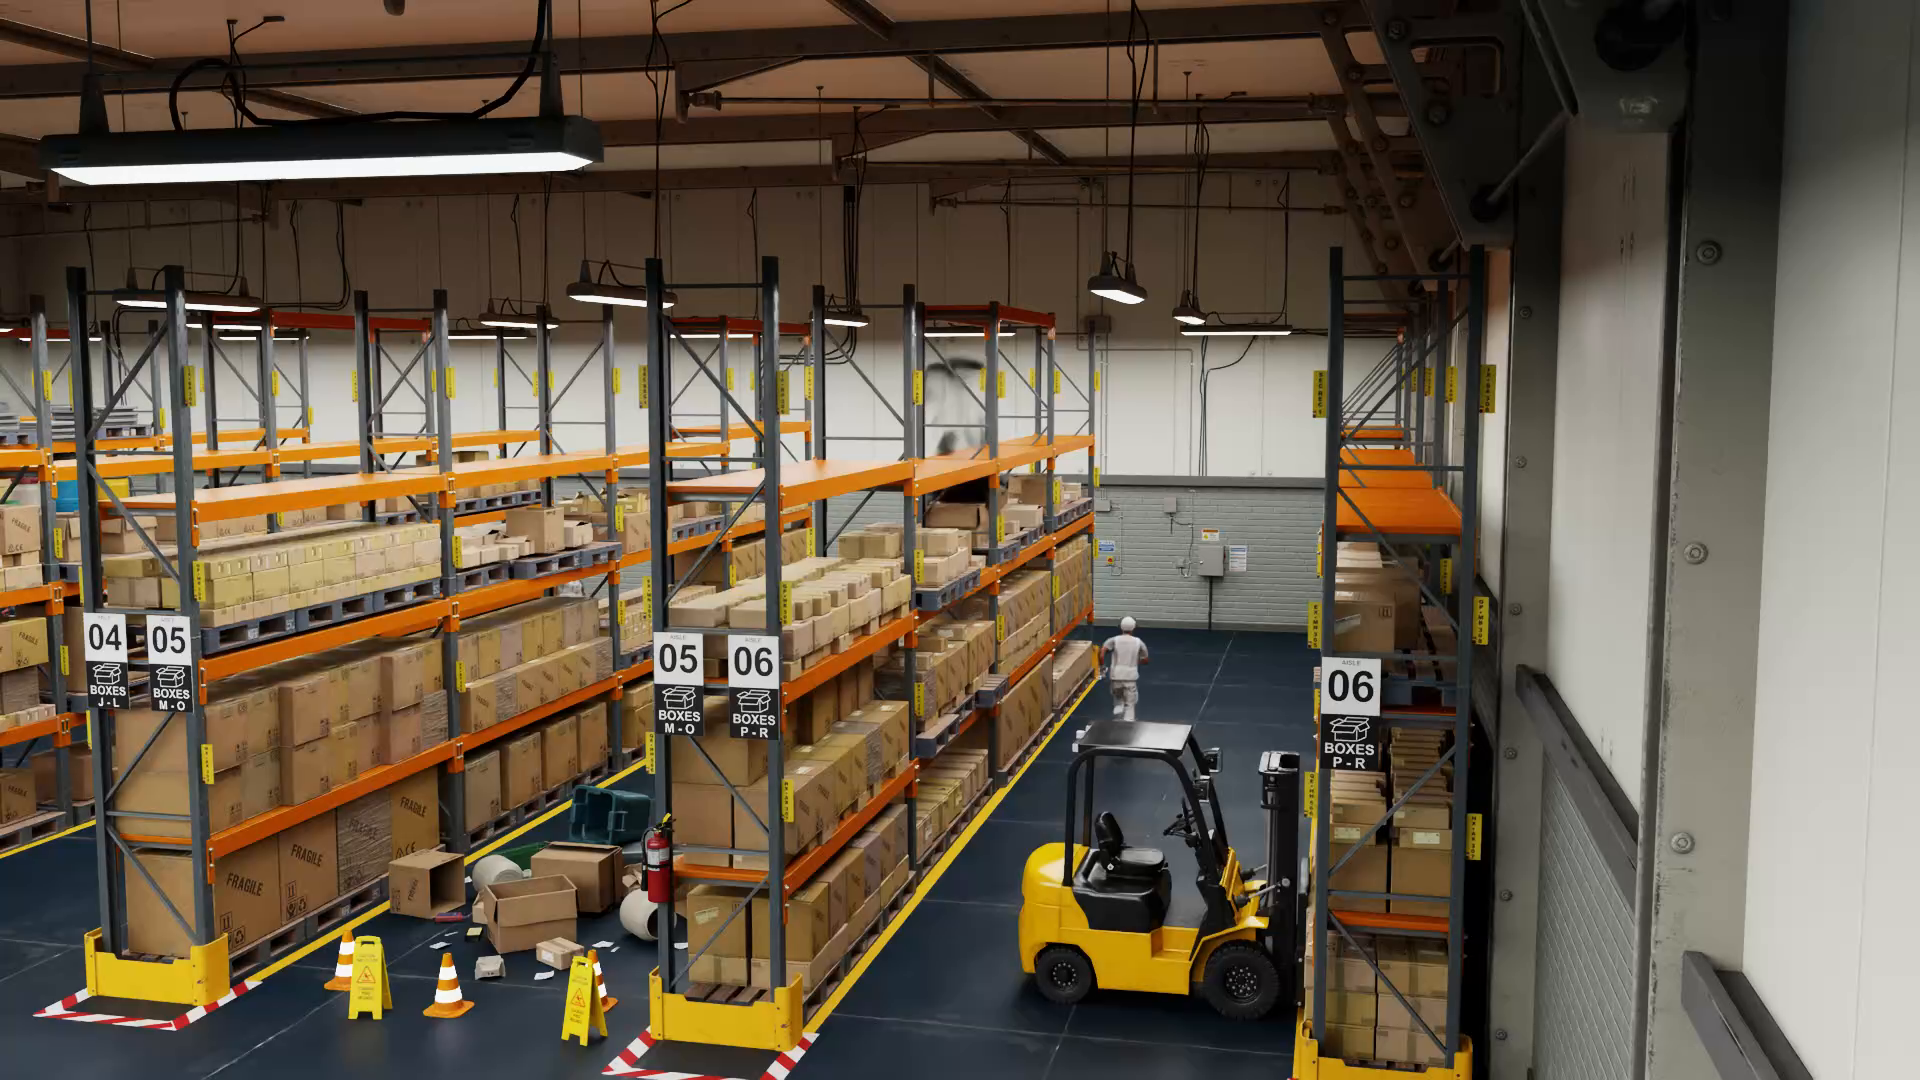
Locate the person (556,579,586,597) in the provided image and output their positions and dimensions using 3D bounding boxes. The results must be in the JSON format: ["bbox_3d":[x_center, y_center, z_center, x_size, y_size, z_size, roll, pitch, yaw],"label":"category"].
[{"bbox_3d":[-7.329,1.178,31.301,0.802,1.685,0.609,4,7,32],"label":"person"}]

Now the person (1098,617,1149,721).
[{"bbox_3d":[2.262,1.948,23.000,0.671,1.783,0.884,1,6,13],"label":"person"}]
